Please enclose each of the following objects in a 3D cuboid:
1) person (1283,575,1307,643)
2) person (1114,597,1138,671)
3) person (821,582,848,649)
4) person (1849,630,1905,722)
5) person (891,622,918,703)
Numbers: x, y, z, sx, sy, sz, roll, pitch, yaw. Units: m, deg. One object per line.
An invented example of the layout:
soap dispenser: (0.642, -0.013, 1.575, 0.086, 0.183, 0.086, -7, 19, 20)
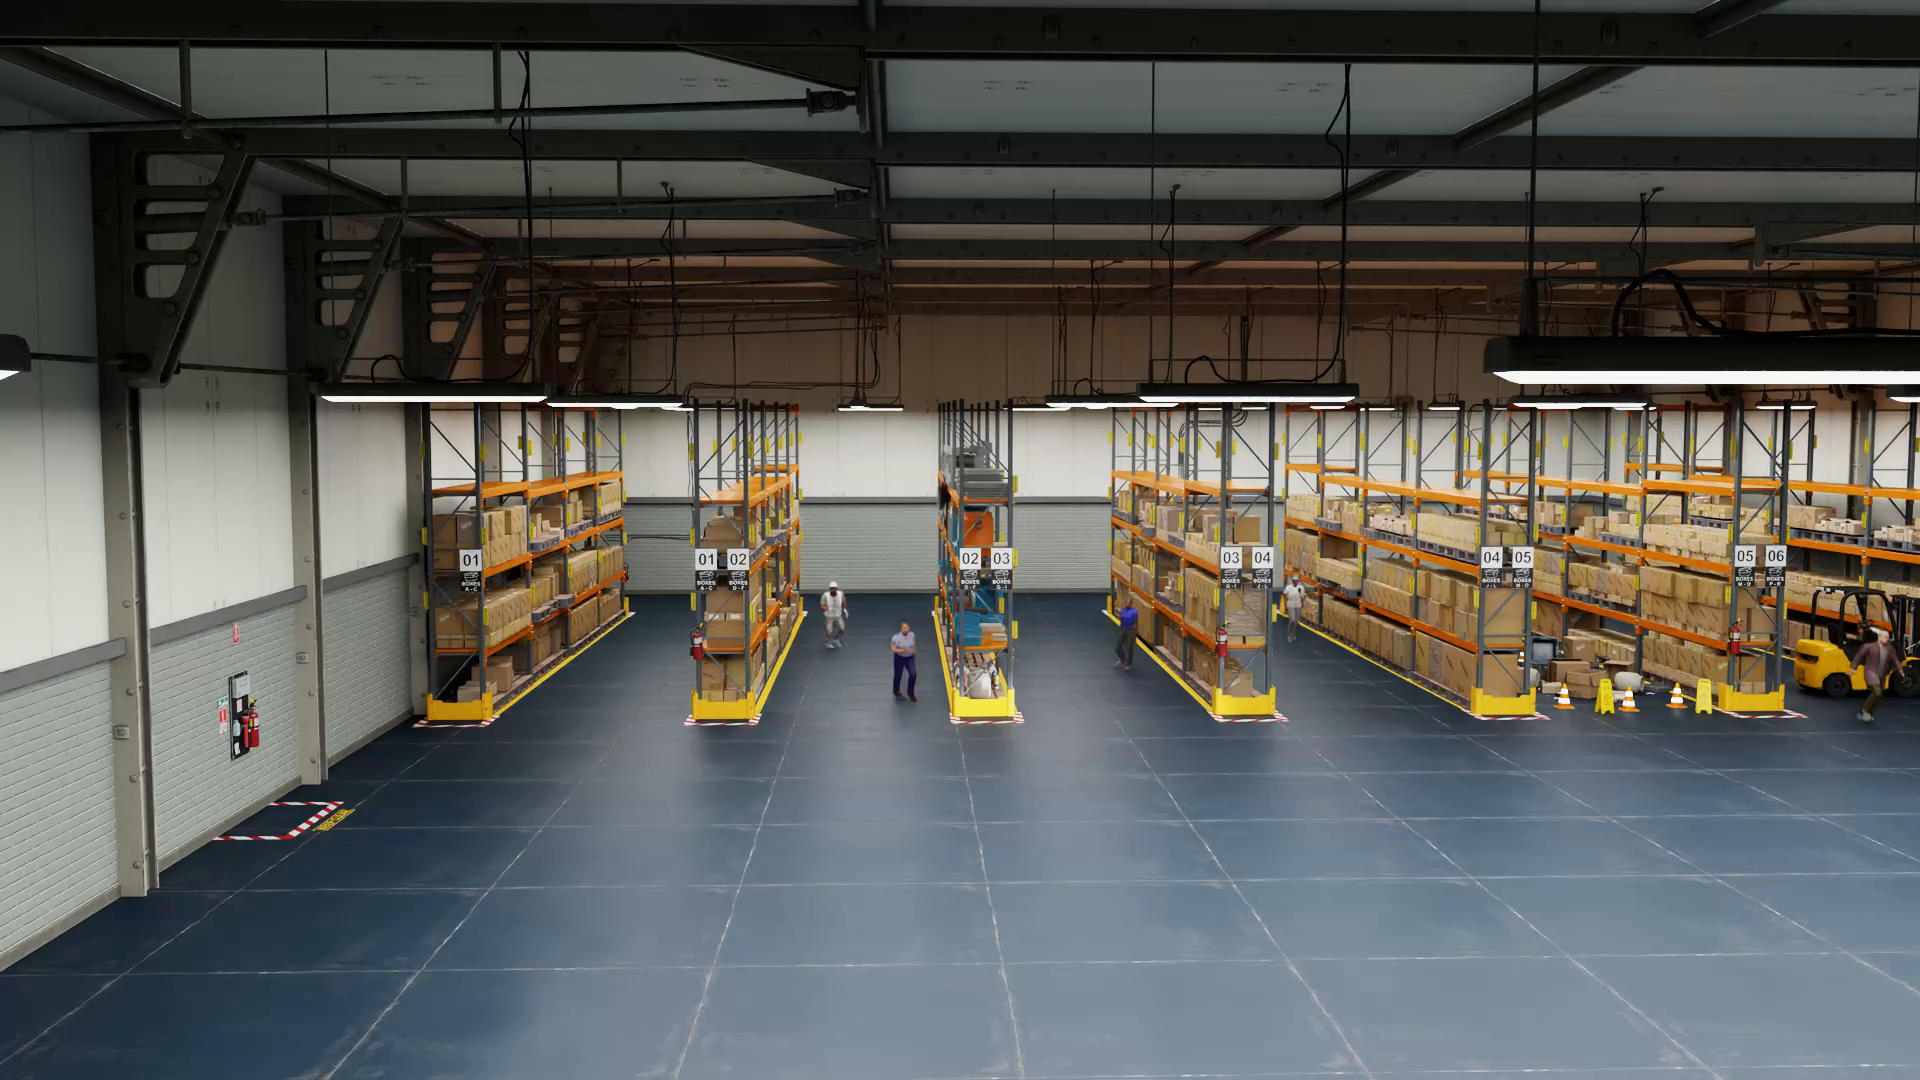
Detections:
person: (8.416, 1.723, 41.729, 0.558, 1.726, 0.729, 0, 4, -2)
person: (3.717, 2.093, 37.157, 0.613, 1.672, 0.441, 3, 5, 34)
person: (-3.042, 1.835, 40.260, 0.712, 1.671, 0.814, -1, 5, -19)
person: (16.943, 2.513, 30.655, 0.667, 1.727, 0.879, -1, 4, -11)
person: (-1.110, 2.418, 33.142, 0.606, 1.622, 0.953, -1, 5, -16)
